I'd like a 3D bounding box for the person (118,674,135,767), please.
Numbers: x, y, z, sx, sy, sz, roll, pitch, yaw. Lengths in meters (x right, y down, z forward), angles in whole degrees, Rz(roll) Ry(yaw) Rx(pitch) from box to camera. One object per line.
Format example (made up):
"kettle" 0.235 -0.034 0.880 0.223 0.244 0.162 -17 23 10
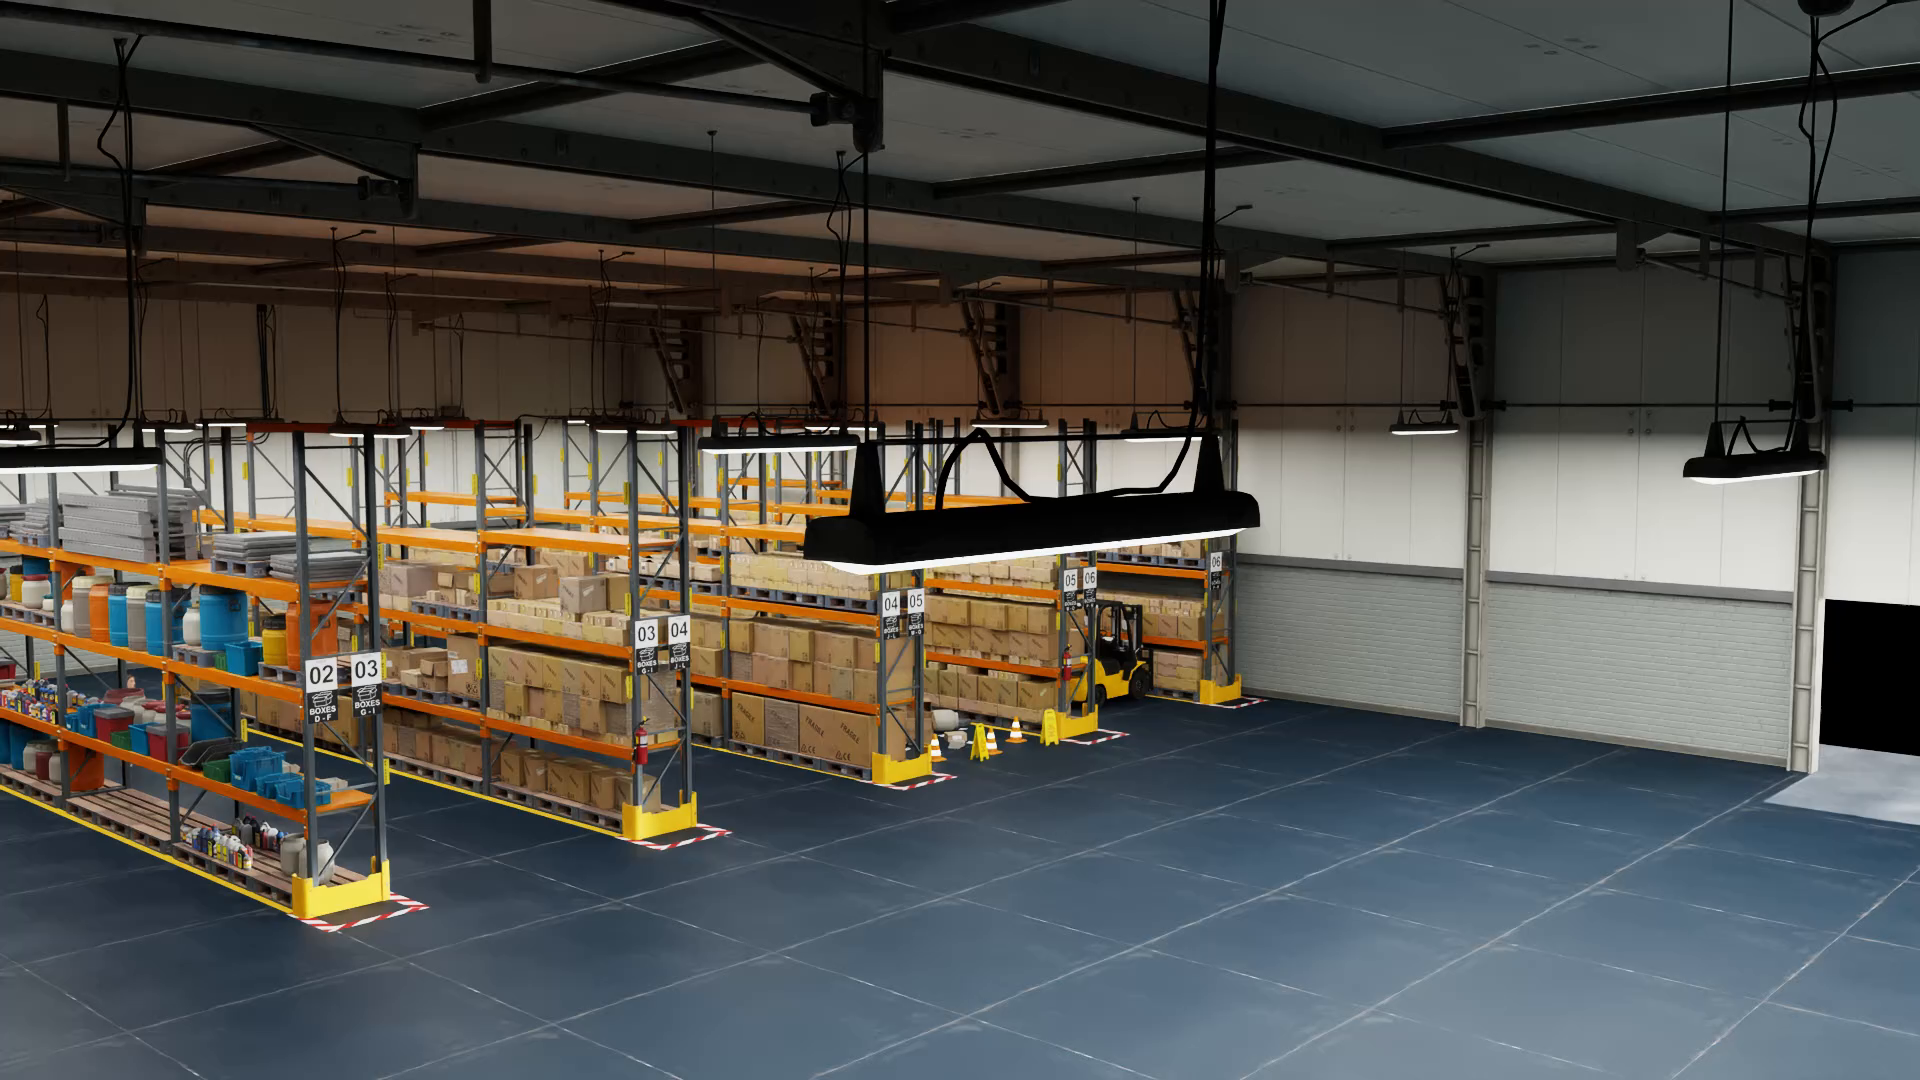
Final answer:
"person" -14.656 3.147 29.141 0.563 1.634 0.535 3 6 34
